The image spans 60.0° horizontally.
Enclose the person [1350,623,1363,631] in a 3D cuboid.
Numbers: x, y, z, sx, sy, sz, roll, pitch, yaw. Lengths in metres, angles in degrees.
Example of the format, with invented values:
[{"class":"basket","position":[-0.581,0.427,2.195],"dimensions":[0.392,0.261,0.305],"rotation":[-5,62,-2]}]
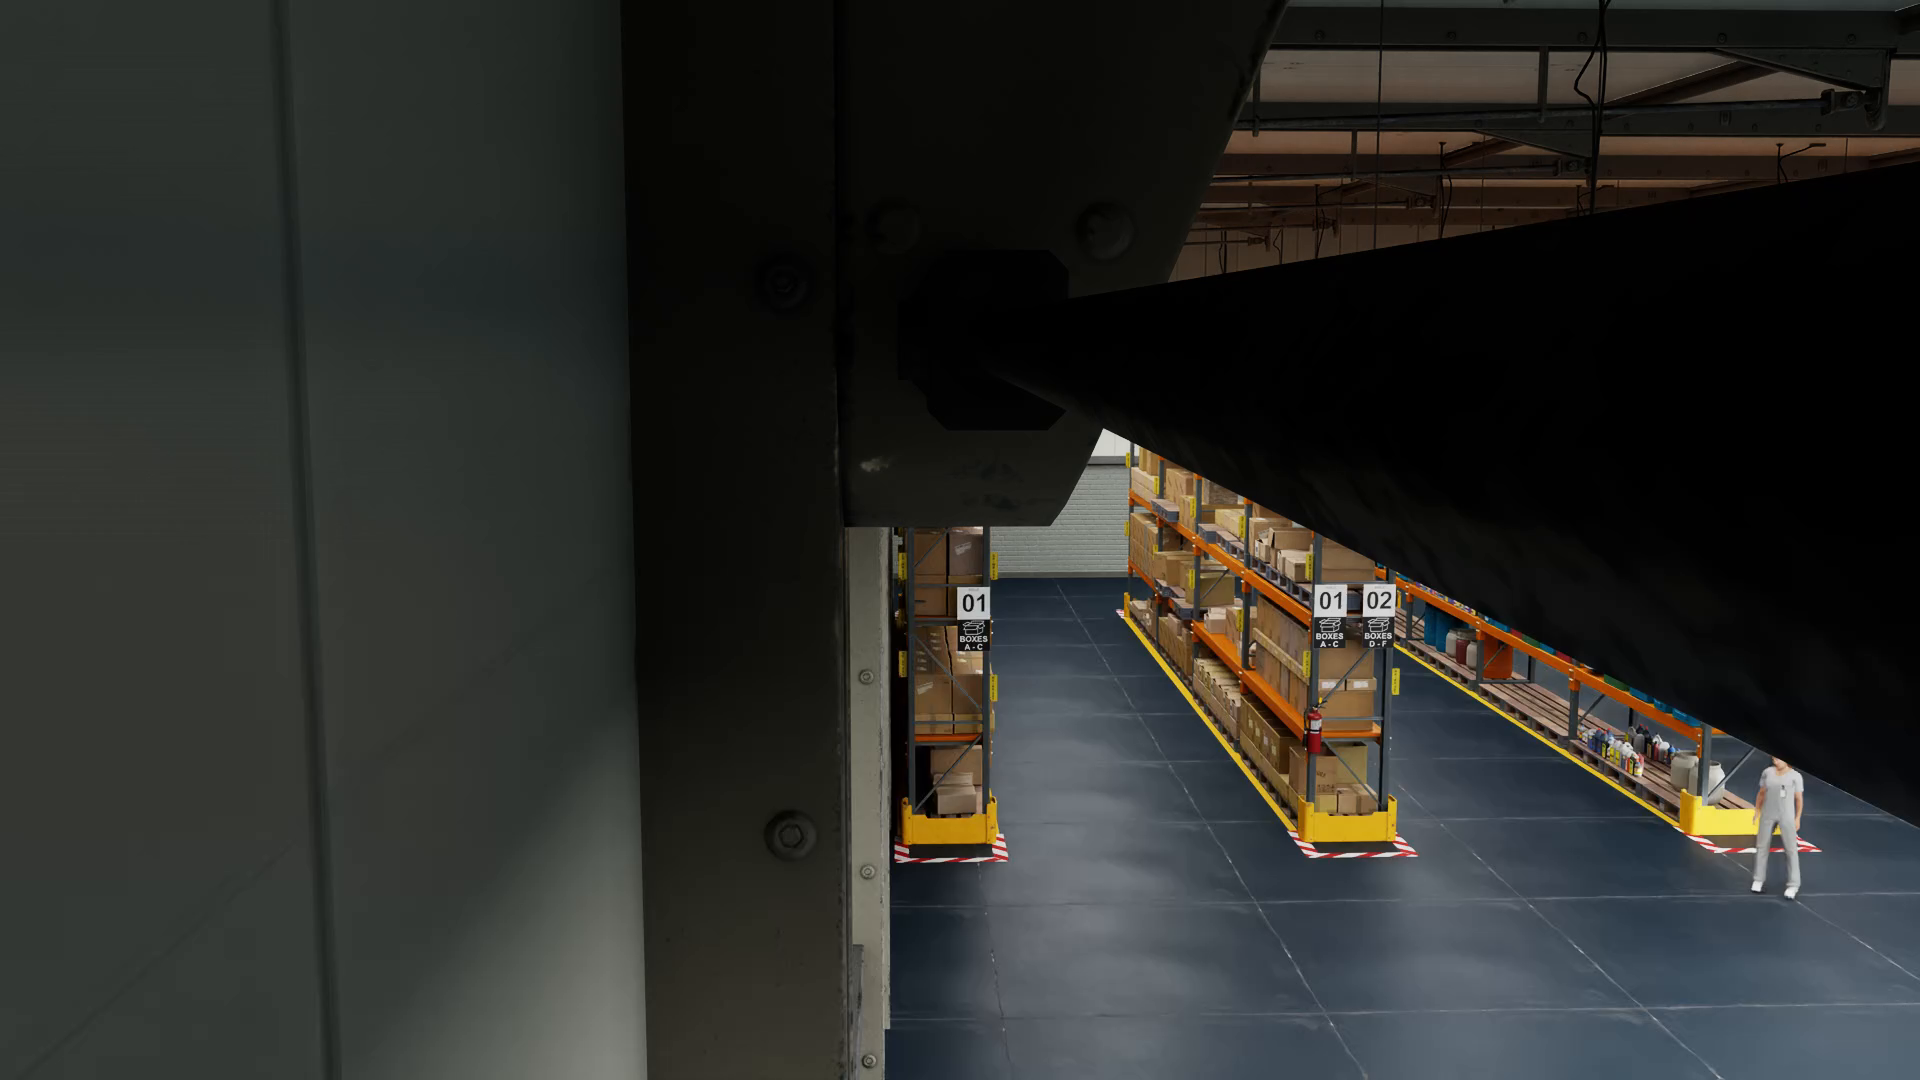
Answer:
[{"class":"person","position":[8.095,1.214,33.671],"dimensions":[0.462,1.622,1.012],"rotation":[2,8,18]}]

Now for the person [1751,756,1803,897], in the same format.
[{"class":"person","position":[9.149,3.119,18.621],"dimensions":[0.524,1.676,0.423],"rotation":[6,9,38]}]
